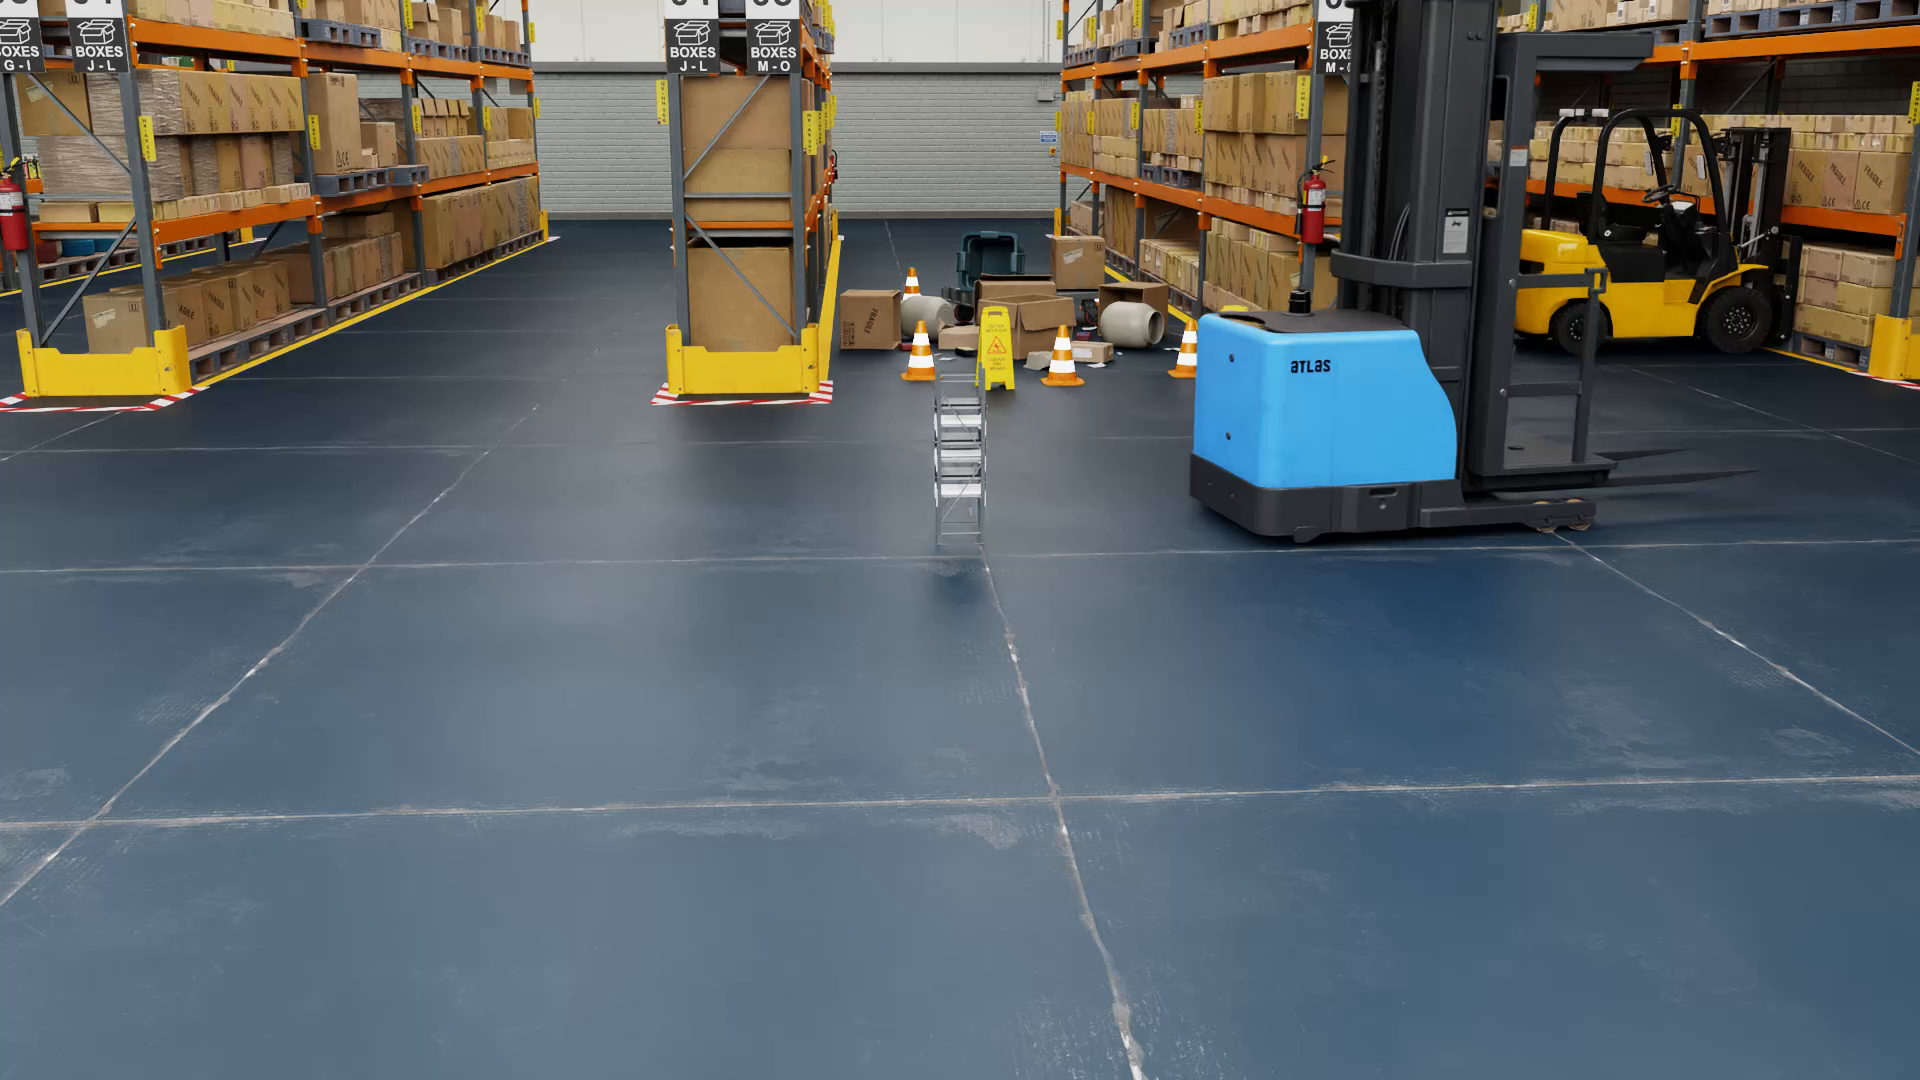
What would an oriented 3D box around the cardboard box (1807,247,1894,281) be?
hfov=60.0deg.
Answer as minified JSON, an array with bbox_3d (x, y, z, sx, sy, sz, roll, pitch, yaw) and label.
[{"bbox_3d":[7.809,-2.416,14.565,0.500,0.250,0.500,-1,14,-2],"label":"cardboard box"}]

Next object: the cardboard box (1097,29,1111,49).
[{"bbox_3d":[2.171,-7.191,23.864,0.396,0.266,0.258,-1,14,-4],"label":"cardboard box"}]

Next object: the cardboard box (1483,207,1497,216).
[{"bbox_3d":[7.400,-4.501,22.872,0.380,0.149,0.250,-1,14,-4],"label":"cardboard box"}]

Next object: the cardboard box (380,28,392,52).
[{"bbox_3d":[-6.836,-5.725,19.038,0.500,0.250,0.500,-1,14,-4],"label":"cardboard box"}]

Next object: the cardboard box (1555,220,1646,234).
[{"bbox_3d":[7.764,-3.549,20.222,0.875,0.625,0.625,0,14,-2],"label":"cardboard box"}]

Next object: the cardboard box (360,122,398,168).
[{"bbox_3d":[-6.946,-4.563,19.199,0.700,0.500,0.500,1,14,5],"label":"cardboard box"}]

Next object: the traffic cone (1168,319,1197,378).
[{"bbox_3d":[1.918,-1.604,13.833,0.336,0.463,0.334,-1,14,-3],"label":"traffic cone"}]

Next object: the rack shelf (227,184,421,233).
[{"bbox_3d":[-7.030,-3.737,18.473,1.077,0.370,4.000,-1,14,-3],"label":"rack shelf"}]

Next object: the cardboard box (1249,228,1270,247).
[{"bbox_3d":[2.806,-2.709,14.902,0.380,0.149,0.250,0,14,-1],"label":"cardboard box"}]

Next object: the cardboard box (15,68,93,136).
[{"bbox_3d":[-6.939,-3.403,12.927,0.500,0.500,0.500,-1,14,-3],"label":"cardboard box"}]

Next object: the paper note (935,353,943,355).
[{"bbox_3d":[-0.199,-1.679,15.033,0.032,0.001,0.123,7,16,26],"label":"paper note"}]

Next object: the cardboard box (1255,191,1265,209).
[{"bbox_3d":[2.847,-3.031,14.791,0.380,0.149,0.250,-1,14,-4],"label":"cardboard box"}]

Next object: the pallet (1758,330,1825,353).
[{"bbox_3d":[8.025,-1.965,15.741,1.003,0.211,1.213,-1,14,-3],"label":"pallet"}]

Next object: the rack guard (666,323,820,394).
[{"bbox_3d":[-1.700,-1.428,13.072,1.175,0.500,0.348,-1,14,-3],"label":"rack guard"}]

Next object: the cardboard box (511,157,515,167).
[{"bbox_3d":[-7.187,-5.922,26.027,0.380,0.149,0.250,-1,14,-5],"label":"cardboard box"}]

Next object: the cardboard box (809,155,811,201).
[{"bbox_3d":[-1.858,-3.484,15.746,0.875,0.550,0.550,-1,14,-3],"label":"cardboard box"}]

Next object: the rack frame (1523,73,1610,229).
[{"bbox_3d":[7.691,-4.813,21.213,1.000,3.000,0.127,-1,14,-3],"label":"rack frame"}]

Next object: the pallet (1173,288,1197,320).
[{"bbox_3d":[2.935,-2.584,18.145,1.003,0.211,1.213,-1,14,-3],"label":"pallet"}]

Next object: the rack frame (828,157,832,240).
[{"bbox_3d":[-2.693,-6.624,28.250,1.000,3.000,0.127,-1,14,-3],"label":"rack frame"}]

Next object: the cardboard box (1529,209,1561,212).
[{"bbox_3d":[7.884,-4.382,22.408,0.380,0.149,0.250,-1,14,-3],"label":"cardboard box"}]

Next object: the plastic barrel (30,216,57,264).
[{"bbox_3d":[-12.215,-3.944,21.831,0.600,0.588,0.708,-1,14,-3],"label":"plastic barrel"}]

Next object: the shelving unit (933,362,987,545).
[{"bbox_3d":[0.000,-0.438,8.422,0.258,0.900,0.210,-1,14,-3],"label":"shelving unit"}]

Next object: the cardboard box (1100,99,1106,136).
[{"bbox_3d":[2.288,-6.023,23.708,0.500,0.500,0.500,-1,14,-4],"label":"cardboard box"}]

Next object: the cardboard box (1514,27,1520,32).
[{"bbox_3d":[7.441,-6.601,21.644,0.380,0.149,0.250,-1,14,-2],"label":"cardboard box"}]

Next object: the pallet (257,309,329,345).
[{"bbox_3d":[-6.829,-2.071,16.151,1.003,0.211,1.213,-1,14,-3],"label":"pallet"}]

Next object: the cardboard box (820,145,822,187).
[{"bbox_3d":[-1.805,-4.199,18.625,0.500,0.500,0.500,-1,14,-3],"label":"cardboard box"}]

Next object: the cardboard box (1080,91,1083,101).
[{"bbox_3d":[2.106,-7.029,26.315,0.380,0.149,0.250,-1,14,-3],"label":"cardboard box"}]

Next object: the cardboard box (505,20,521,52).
[{"bbox_3d":[-7.564,-8.197,27.099,0.700,0.500,0.500,-2,15,-7],"label":"cardboard box"}]

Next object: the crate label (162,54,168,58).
[{"bbox_3d":[-12.859,-7.642,26.486,0.408,0.251,0.502,-1,14,-3],"label":"crate label"}]

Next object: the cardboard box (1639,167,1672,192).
[{"bbox_3d":[7.646,-3.867,17.837,0.500,0.250,0.500,-1,14,-2],"label":"cardboard box"}]

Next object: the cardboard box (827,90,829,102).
[{"bbox_3d":[-2.278,-6.676,25.649,0.500,0.500,0.500,-1,14,-3],"label":"cardboard box"}]

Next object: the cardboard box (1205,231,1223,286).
[{"bbox_3d":[2.752,-2.825,16.655,0.500,0.500,0.500,0,14,-1],"label":"cardboard box"}]

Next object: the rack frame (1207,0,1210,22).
[{"bbox_3d":[2.985,-6.646,16.298,1.000,3.000,0.127,-1,14,-3],"label":"rack frame"}]

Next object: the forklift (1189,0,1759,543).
[{"bbox_3d":[2.842,-1.580,8.784,3.031,2.935,1.130,-4,15,-13],"label":"forklift"}]

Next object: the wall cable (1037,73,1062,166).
[{"bbox_3d":[1.868,-8.634,33.963,0.585,1.953,0.123,-1,14,-3],"label":"wall cable"}]

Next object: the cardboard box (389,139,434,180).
[{"bbox_3d":[-6.913,-4.756,20.791,0.500,0.500,0.500,0,14,-2],"label":"cardboard box"}]

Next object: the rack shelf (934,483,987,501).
[{"bbox_3d":[0.000,-0.231,8.475,0.258,0.077,0.200,-1,14,-3],"label":"rack shelf"}]

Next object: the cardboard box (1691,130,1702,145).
[{"bbox_3d":[7.696,-4.097,16.929,0.380,0.149,0.250,-1,14,-4],"label":"cardboard box"}]

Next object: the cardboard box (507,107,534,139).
[{"bbox_3d":[-7.357,-6.890,27.483,0.500,0.500,0.500,-1,14,-3],"label":"cardboard box"}]

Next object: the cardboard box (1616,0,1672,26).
[{"bbox_3d":[7.603,-5.847,18.346,0.500,0.311,0.500,-1,14,-5],"label":"cardboard box"}]

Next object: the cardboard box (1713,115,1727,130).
[{"bbox_3d":[7.786,-4.178,16.644,0.380,0.149,0.250,-1,14,-3],"label":"cardboard box"}]

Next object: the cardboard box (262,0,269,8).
[{"bbox_3d":[-6.571,-4.956,15.248,0.380,0.149,0.250,-2,15,-6],"label":"cardboard box"}]

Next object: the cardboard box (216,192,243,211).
[{"bbox_3d":[-6.434,-2.920,14.361,0.380,0.149,0.250,-1,14,-3],"label":"cardboard box"}]

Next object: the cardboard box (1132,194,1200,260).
[{"bbox_3d":[2.777,-4.083,21.797,0.875,0.875,0.875,-1,14,-4],"label":"cardboard box"}]

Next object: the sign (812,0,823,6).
[{"bbox_3d":[-1.396,-5.389,16.237,0.100,0.325,0.005,-1,14,-3],"label":"sign"}]

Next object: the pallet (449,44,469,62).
[{"bbox_3d":[-7.296,-6.710,22.950,0.805,0.209,1.217,-1,15,-6],"label":"pallet"}]

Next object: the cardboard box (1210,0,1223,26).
[{"bbox_3d":[2.739,-5.151,16.211,0.500,0.250,0.500,-1,14,-5],"label":"cardboard box"}]

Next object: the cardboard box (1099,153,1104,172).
[{"bbox_3d":[2.286,-5.415,23.855,0.500,0.250,0.500,-1,14,-5],"label":"cardboard box"}]

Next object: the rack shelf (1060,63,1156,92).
[{"bbox_3d":[2.365,-7.332,26.427,1.077,0.370,4.000,-1,14,-3],"label":"rack shelf"}]

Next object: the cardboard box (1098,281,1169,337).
[{"bbox_3d":[1.693,-2.244,16.239,0.500,0.500,0.500,10,18,35],"label":"cardboard box"}]

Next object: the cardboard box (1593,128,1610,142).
[{"bbox_3d":[7.493,-4.644,19.055,0.380,0.149,0.250,-1,14,-5],"label":"cardboard box"}]

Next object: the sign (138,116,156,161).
[{"bbox_3d":[-6.117,-3.021,12.509,0.100,0.325,0.005,-1,14,-3],"label":"sign"}]

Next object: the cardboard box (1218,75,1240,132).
[{"bbox_3d":[2.809,-4.052,15.451,0.700,0.500,0.500,-1,14,-5],"label":"cardboard box"}]

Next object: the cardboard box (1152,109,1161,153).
[{"bbox_3d":[2.573,-4.886,19.858,0.500,0.500,0.500,0,14,-1],"label":"cardboard box"}]

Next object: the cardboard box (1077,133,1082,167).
[{"bbox_3d":[2.122,-6.143,26.181,0.500,0.500,0.500,-1,14,-4],"label":"cardboard box"}]

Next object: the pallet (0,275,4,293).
[{"bbox_3d":[-12.088,-2.962,19.616,1.003,0.211,1.213,-1,14,-3],"label":"pallet"}]
